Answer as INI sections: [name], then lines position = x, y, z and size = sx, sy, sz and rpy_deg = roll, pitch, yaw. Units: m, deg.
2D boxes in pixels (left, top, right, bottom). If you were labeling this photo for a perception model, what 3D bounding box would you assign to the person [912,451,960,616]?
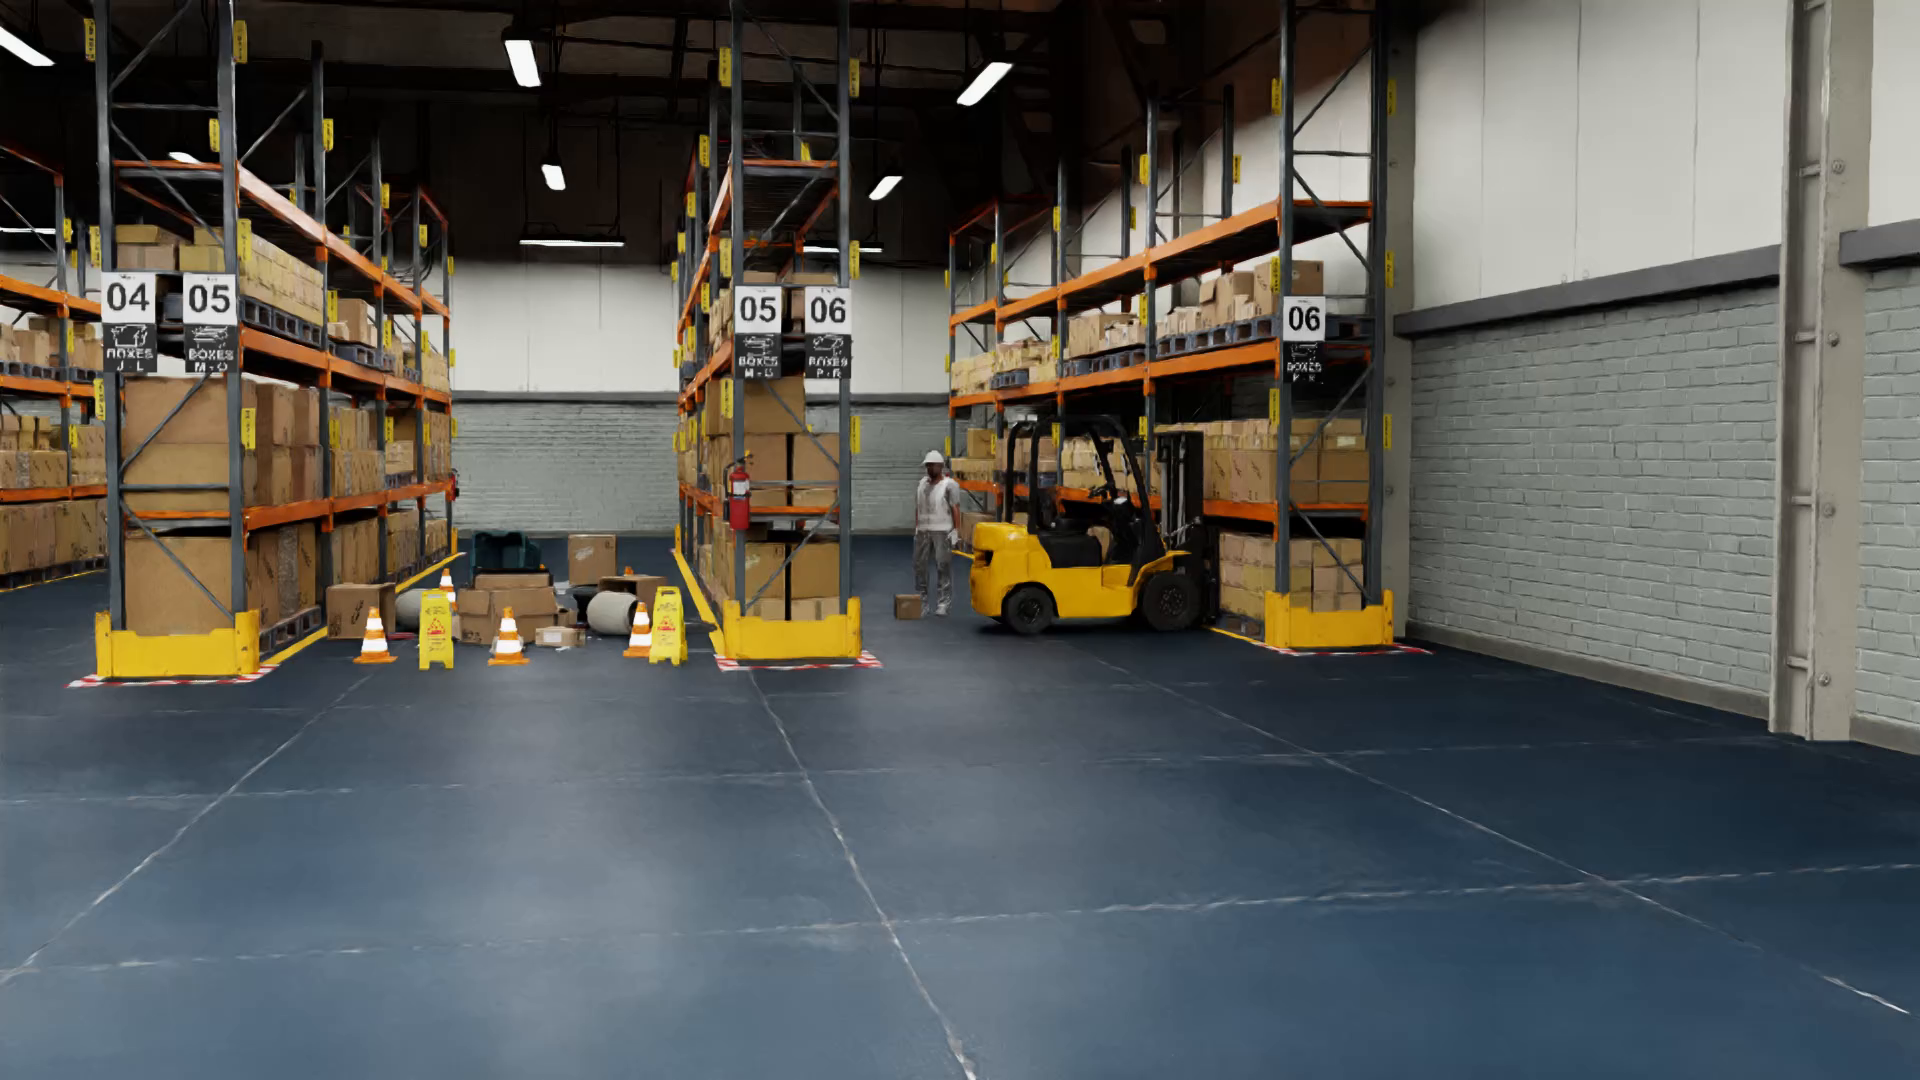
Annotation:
[person]
position = -0.277, -0.056, 18.143
size = 0.631, 1.834, 0.453
rpy_deg = 2, 3, 31
